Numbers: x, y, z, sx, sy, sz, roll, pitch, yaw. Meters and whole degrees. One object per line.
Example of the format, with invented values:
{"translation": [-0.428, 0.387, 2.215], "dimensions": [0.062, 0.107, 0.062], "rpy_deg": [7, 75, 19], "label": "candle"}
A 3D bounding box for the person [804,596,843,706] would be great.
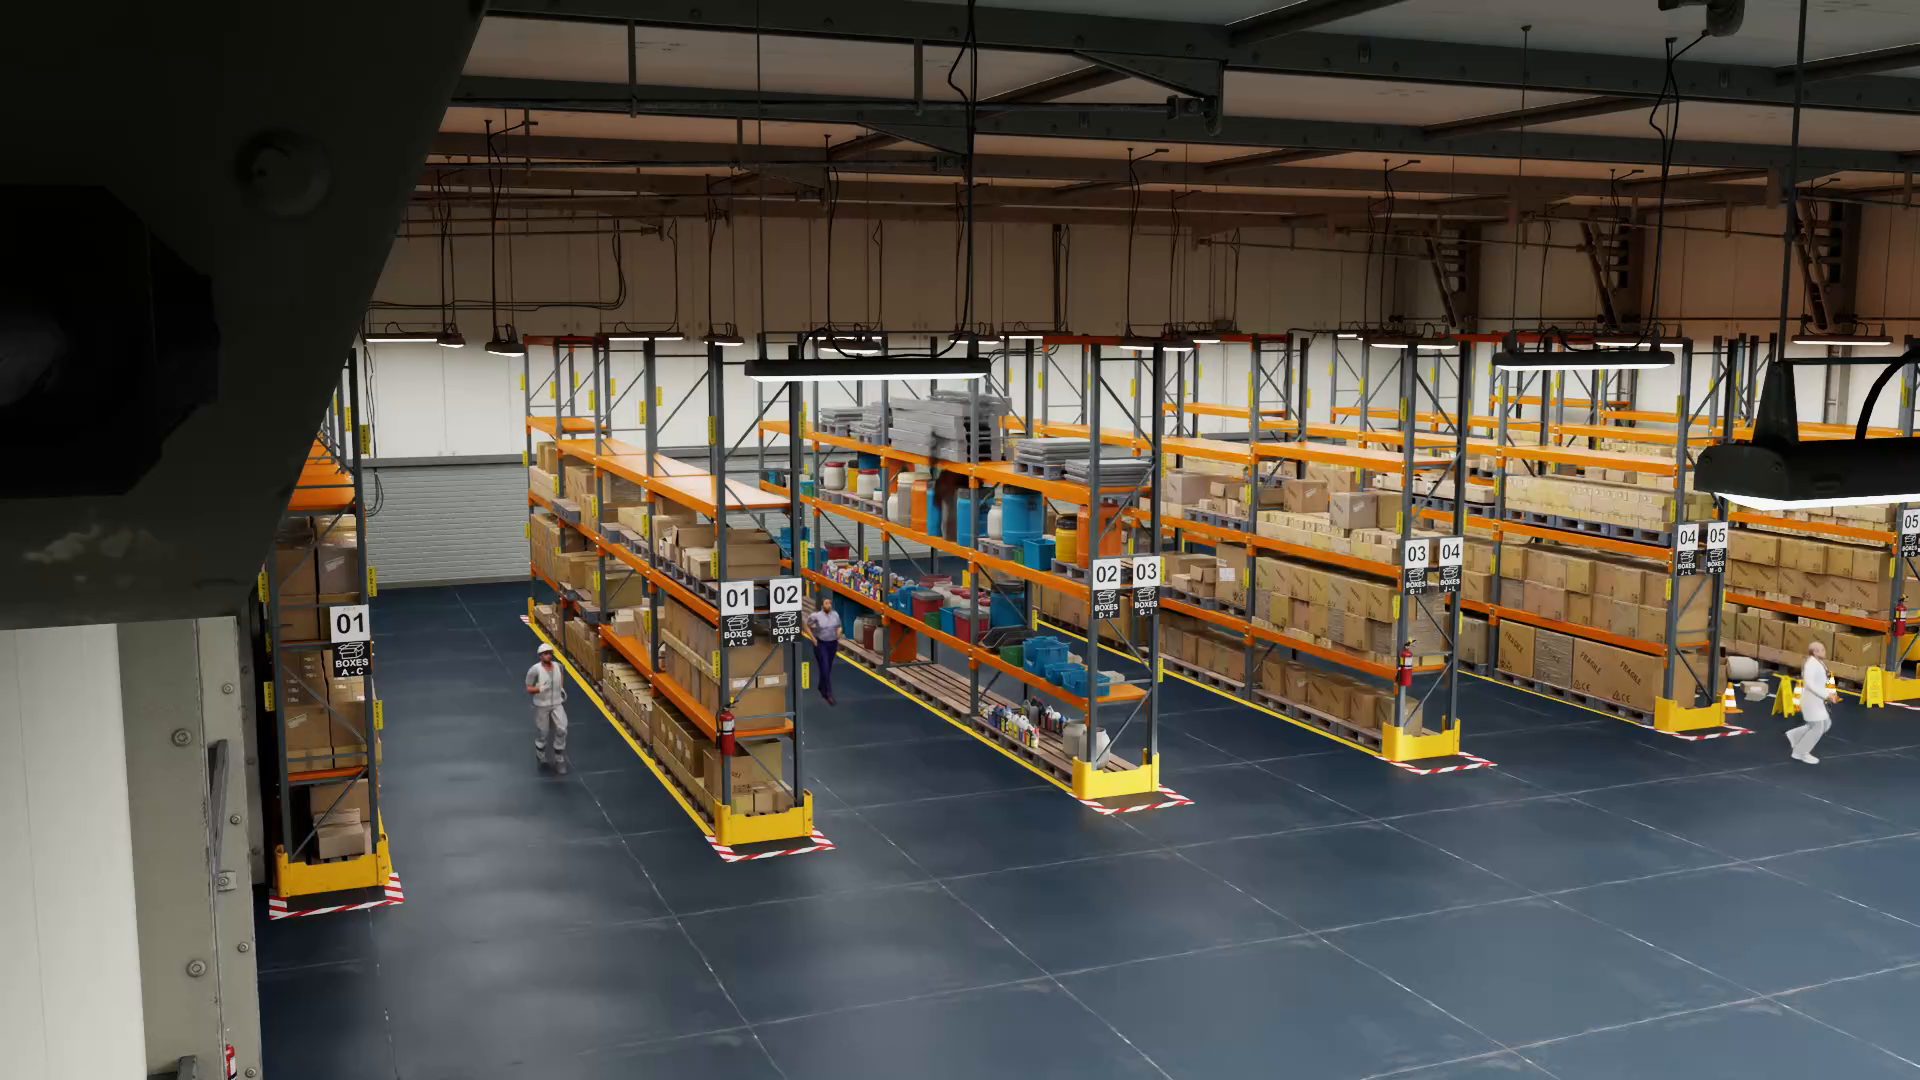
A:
{"translation": [-2.116, 1.734, 26.358], "dimensions": [0.603, 1.675, 0.745], "rpy_deg": [-5, 9, -33], "label": "person"}

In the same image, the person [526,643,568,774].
{"translation": [-5.766, 2.354, 23.301], "dimensions": [0.637, 1.839, 0.753], "rpy_deg": [-5, 9, -33], "label": "person"}

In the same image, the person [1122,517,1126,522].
{"translation": [3.716, 0.265, 39.613], "dimensions": [0.736, 1.643, 0.603], "rpy_deg": [-2, 8, -13], "label": "person"}

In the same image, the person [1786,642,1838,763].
{"translation": [12.243, 2.324, 23.816], "dimensions": [0.591, 1.724, 0.744], "rpy_deg": [4, 9, 30], "label": "person"}
